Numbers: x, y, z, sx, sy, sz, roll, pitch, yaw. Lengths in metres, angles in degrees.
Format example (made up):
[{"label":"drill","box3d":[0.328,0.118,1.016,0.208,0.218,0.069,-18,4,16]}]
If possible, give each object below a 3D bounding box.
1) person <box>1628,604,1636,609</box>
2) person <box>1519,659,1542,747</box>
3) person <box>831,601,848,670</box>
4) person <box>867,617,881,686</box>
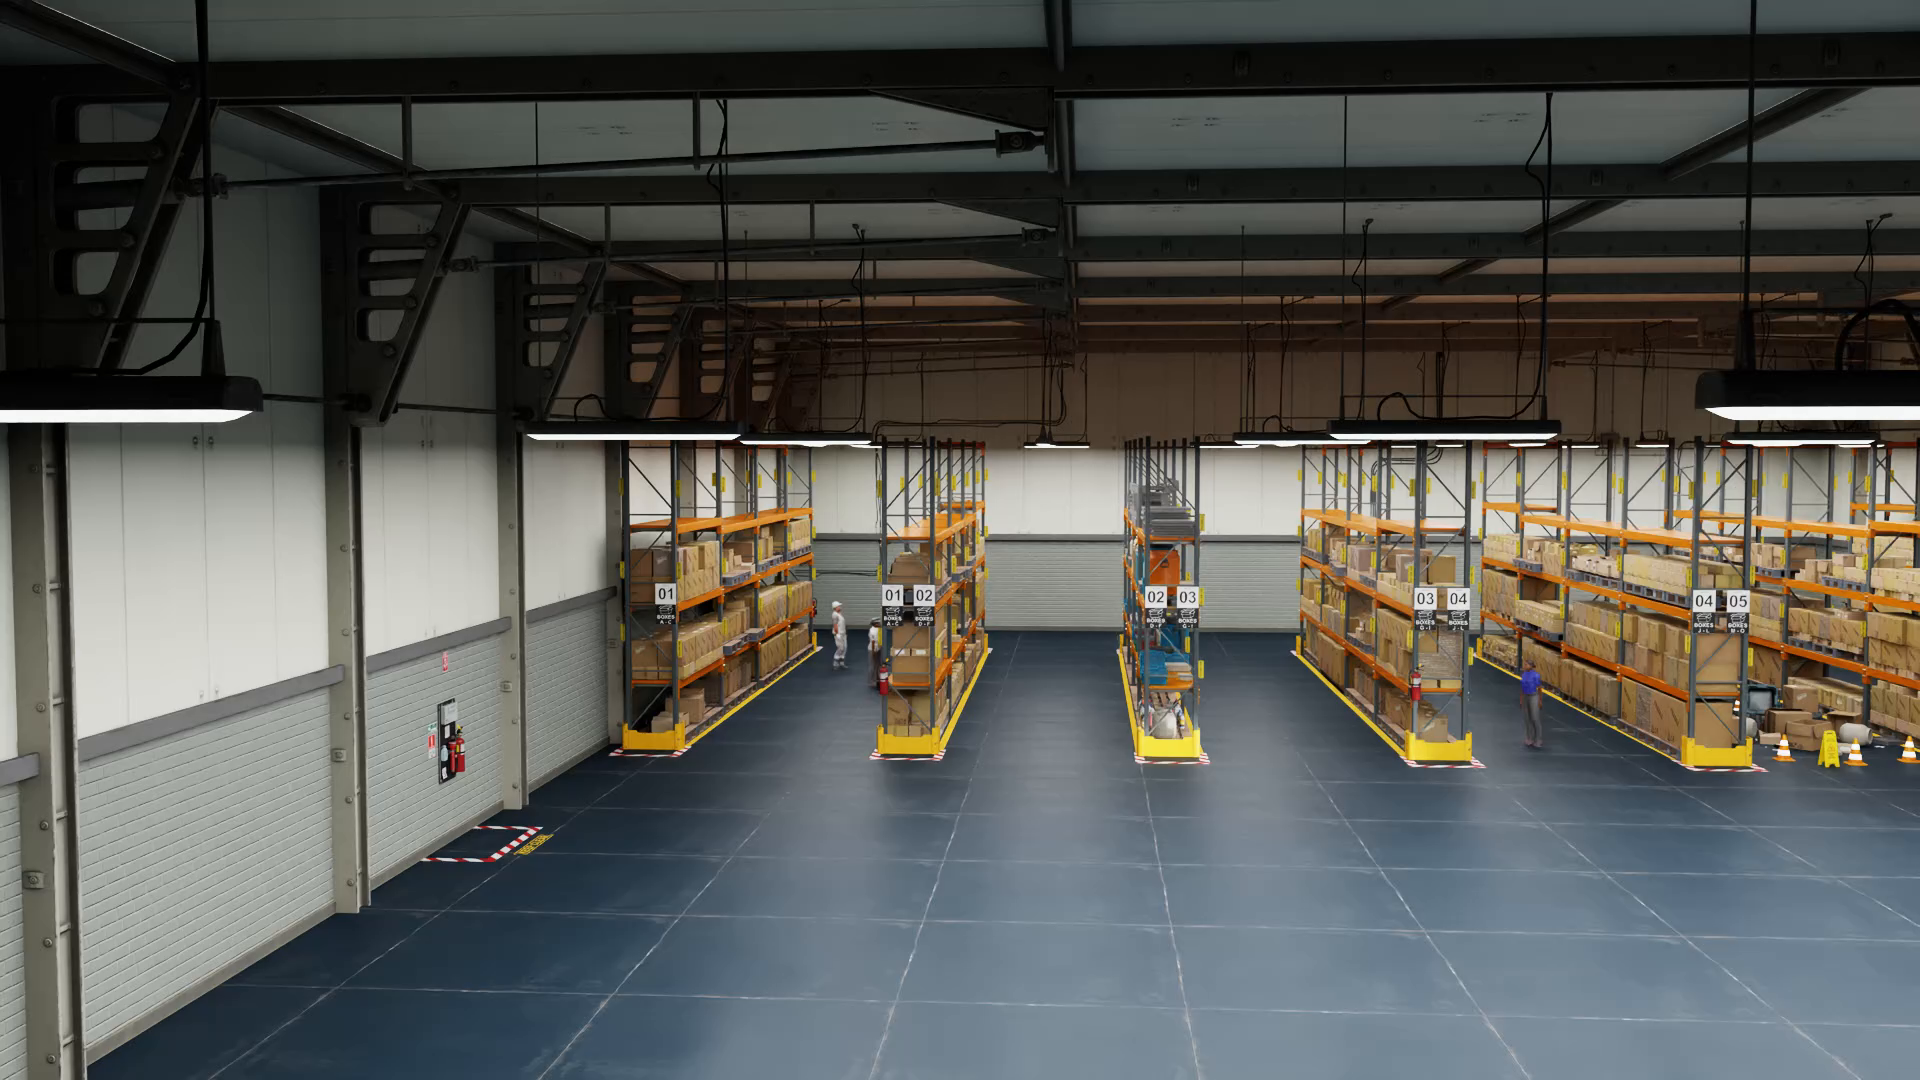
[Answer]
[{"label":"person","box3d":[17.656,2.542,43.851,0.510,1.700,0.670,-1,3,-21]},{"label":"person","box3d":[11.136,3.175,32.409,0.338,1.693,0.571,-1,3,-25]},{"label":"person","box3d":[-3.159,2.537,43.850,0.462,1.852,0.624,1,3,22]},{"label":"person","box3d":[-2.047,2.715,40.513,0.417,1.688,0.466,1,3,10]}]
